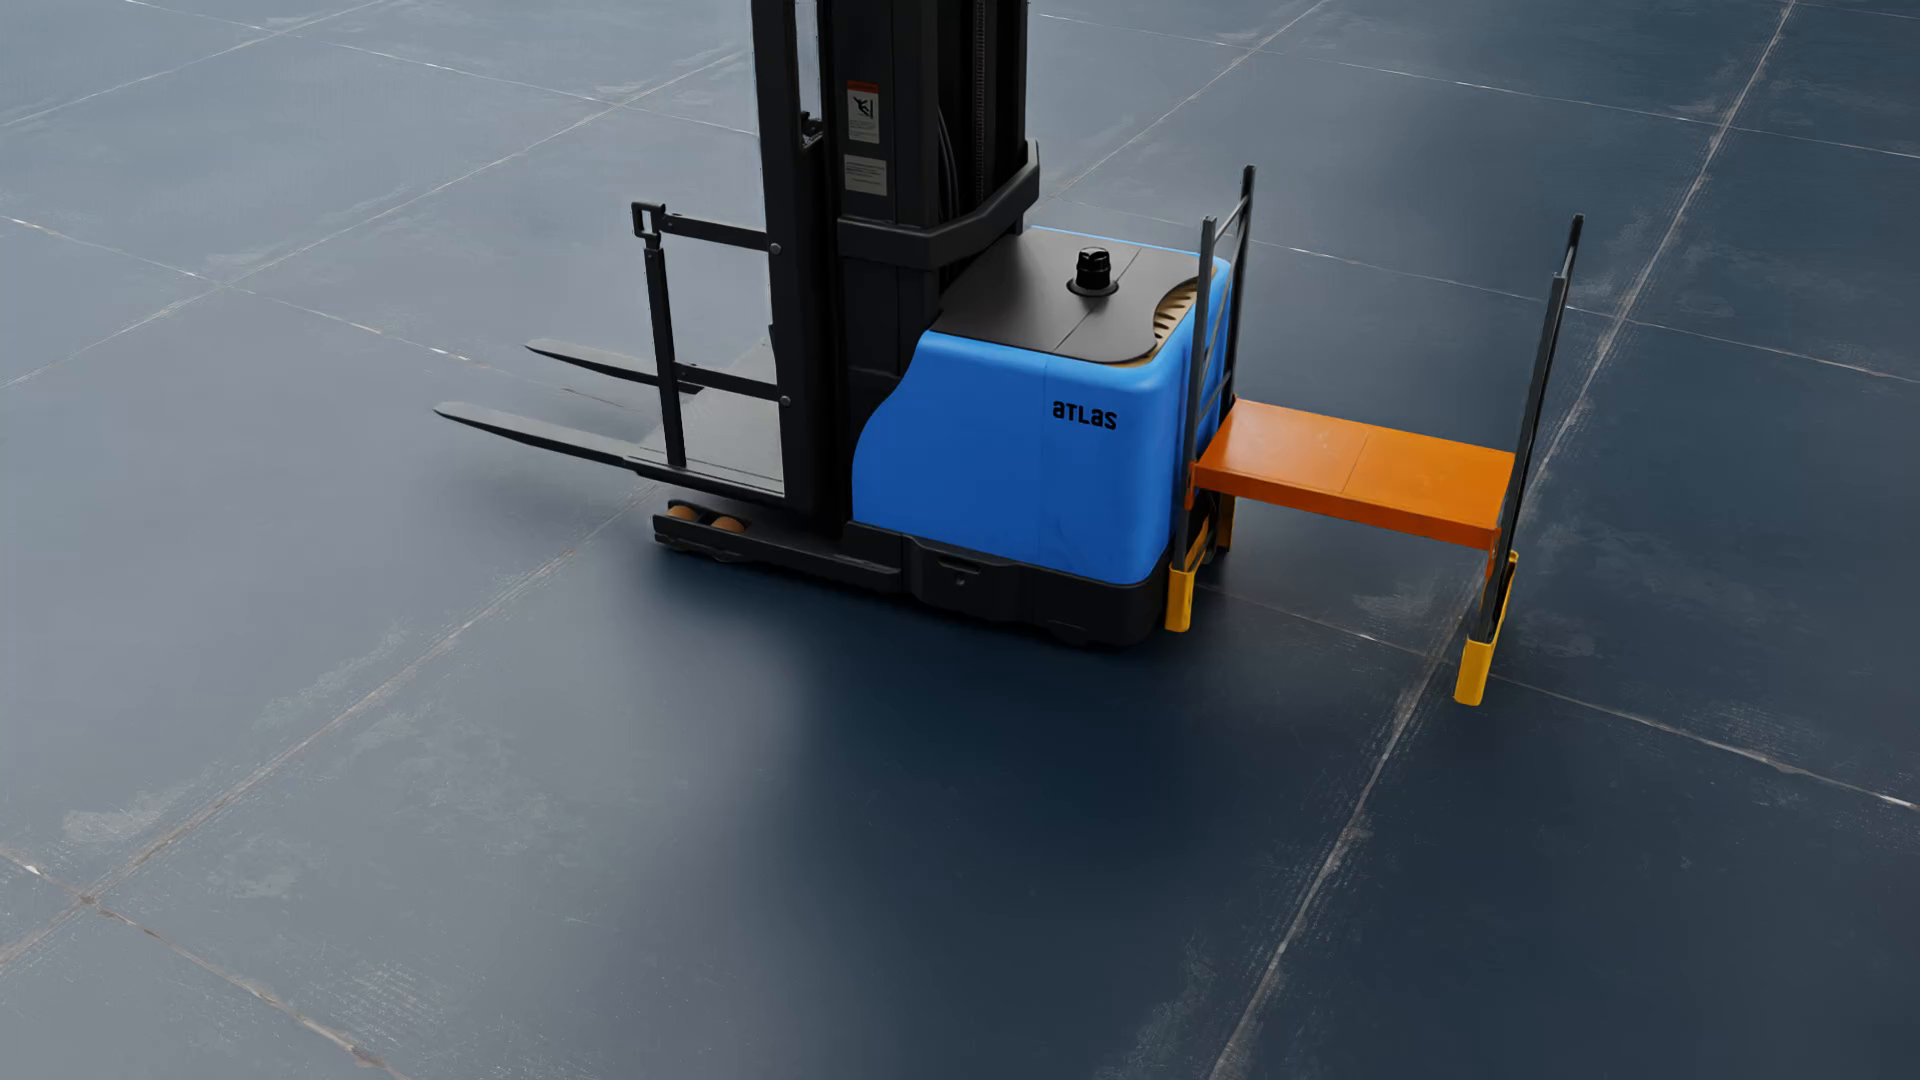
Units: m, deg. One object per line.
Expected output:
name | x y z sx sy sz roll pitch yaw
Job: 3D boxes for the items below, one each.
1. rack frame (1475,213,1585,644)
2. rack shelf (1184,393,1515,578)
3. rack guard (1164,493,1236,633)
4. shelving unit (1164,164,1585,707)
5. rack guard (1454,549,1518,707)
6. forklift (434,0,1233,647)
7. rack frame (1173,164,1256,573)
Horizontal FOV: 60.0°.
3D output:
rack frame | 1.774 -0.235 5.249 0.032 1.500 0.500 14 36 19
rack shelf | 1.308 -0.198 5.518 1.000 0.185 0.538 14 36 19
rack guard | 0.860 0.064 5.928 0.087 0.250 0.587 14 36 19
shelving unit | 1.316 -0.345 5.416 1.083 1.500 0.587 14 36 19
rack guard | 1.772 0.285 5.596 0.087 0.250 0.587 14 36 19
forklift | -0.582 -1.389 5.691 3.031 2.935 1.130 14 36 19
rack frame | 0.842 -0.460 5.588 0.032 1.500 0.500 14 36 19
